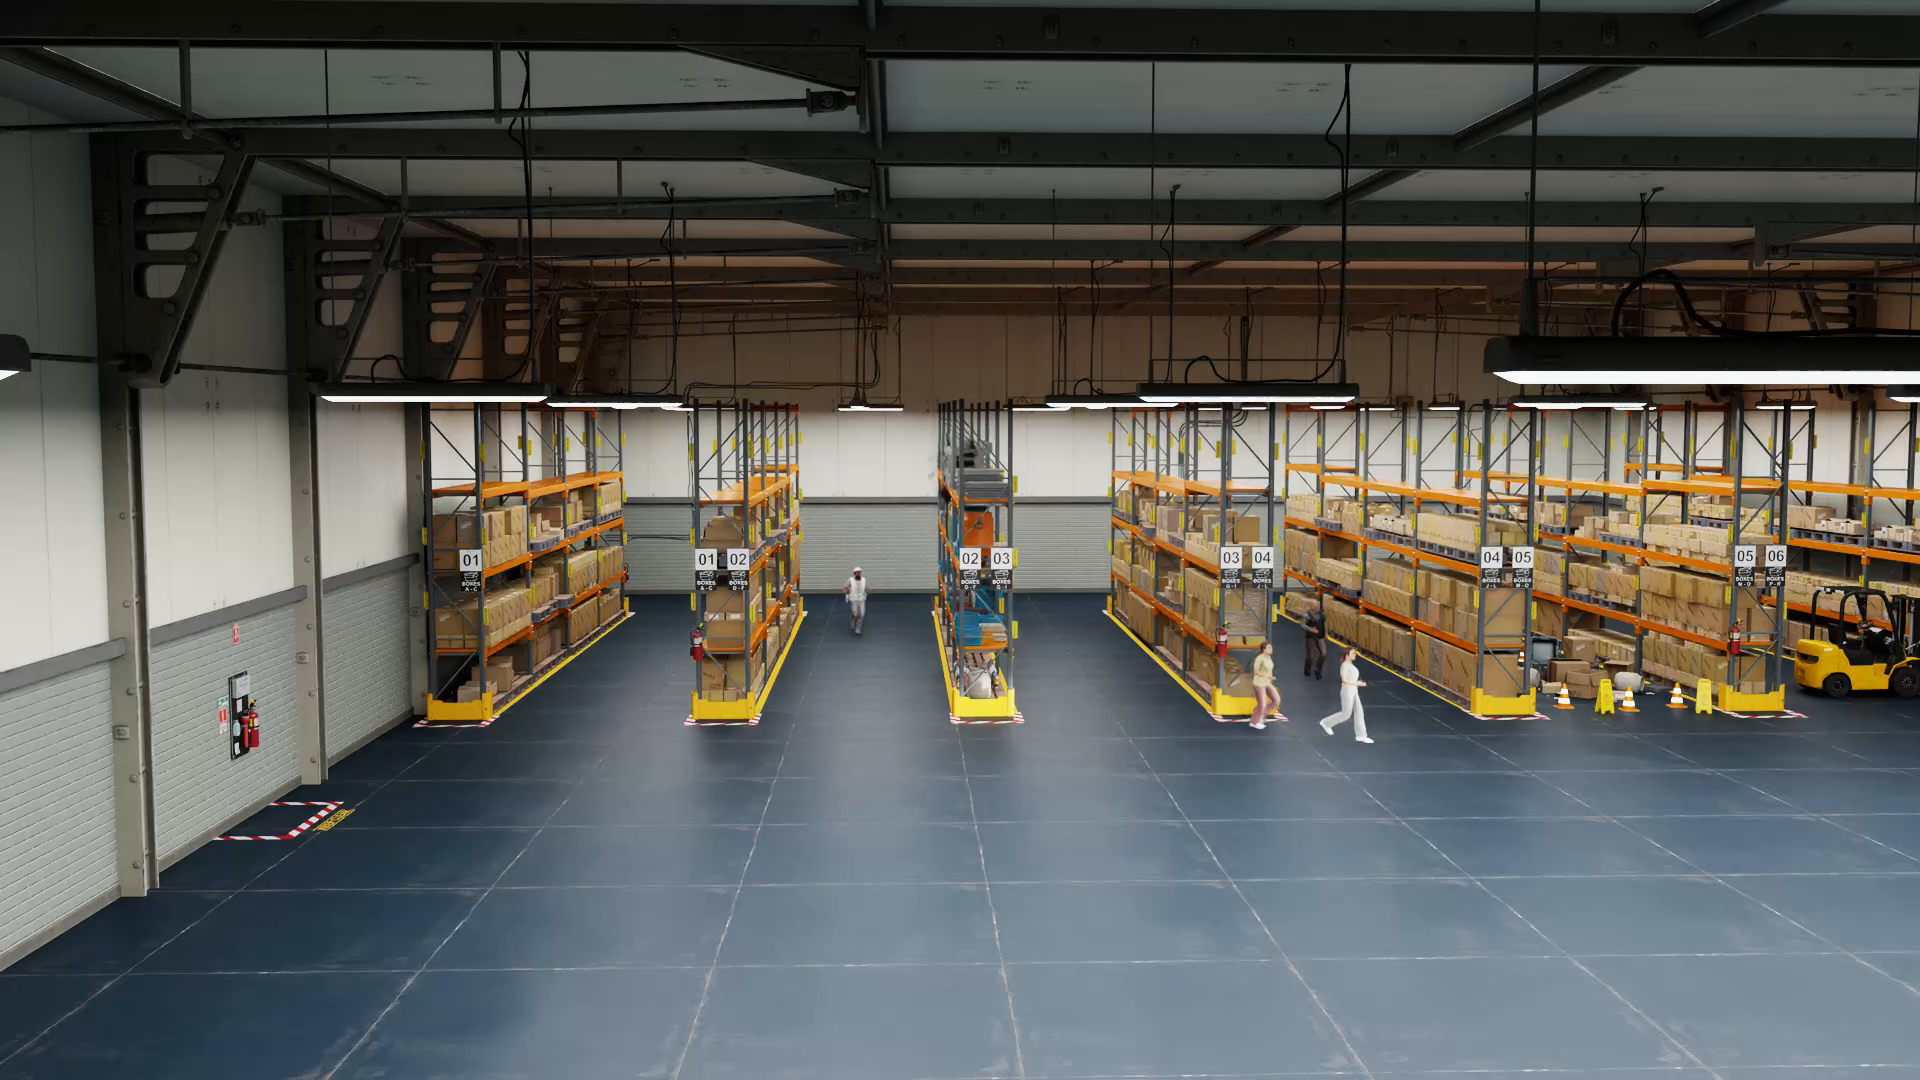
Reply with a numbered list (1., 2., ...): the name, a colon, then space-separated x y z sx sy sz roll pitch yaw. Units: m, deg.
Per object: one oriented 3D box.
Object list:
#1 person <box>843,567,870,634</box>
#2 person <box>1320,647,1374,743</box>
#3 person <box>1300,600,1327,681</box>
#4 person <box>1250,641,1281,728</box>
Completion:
1. person: -2.658 1.573 43.225 0.683 1.734 0.592 -1 5 -18
2. person: 6.750 2.686 28.968 0.930 1.663 0.570 2 5 26
3. person: 7.649 2.160 35.853 0.661 1.745 0.707 -1 4 -8
4. person: 5.522 2.628 30.157 0.646 1.607 0.595 4 6 44
